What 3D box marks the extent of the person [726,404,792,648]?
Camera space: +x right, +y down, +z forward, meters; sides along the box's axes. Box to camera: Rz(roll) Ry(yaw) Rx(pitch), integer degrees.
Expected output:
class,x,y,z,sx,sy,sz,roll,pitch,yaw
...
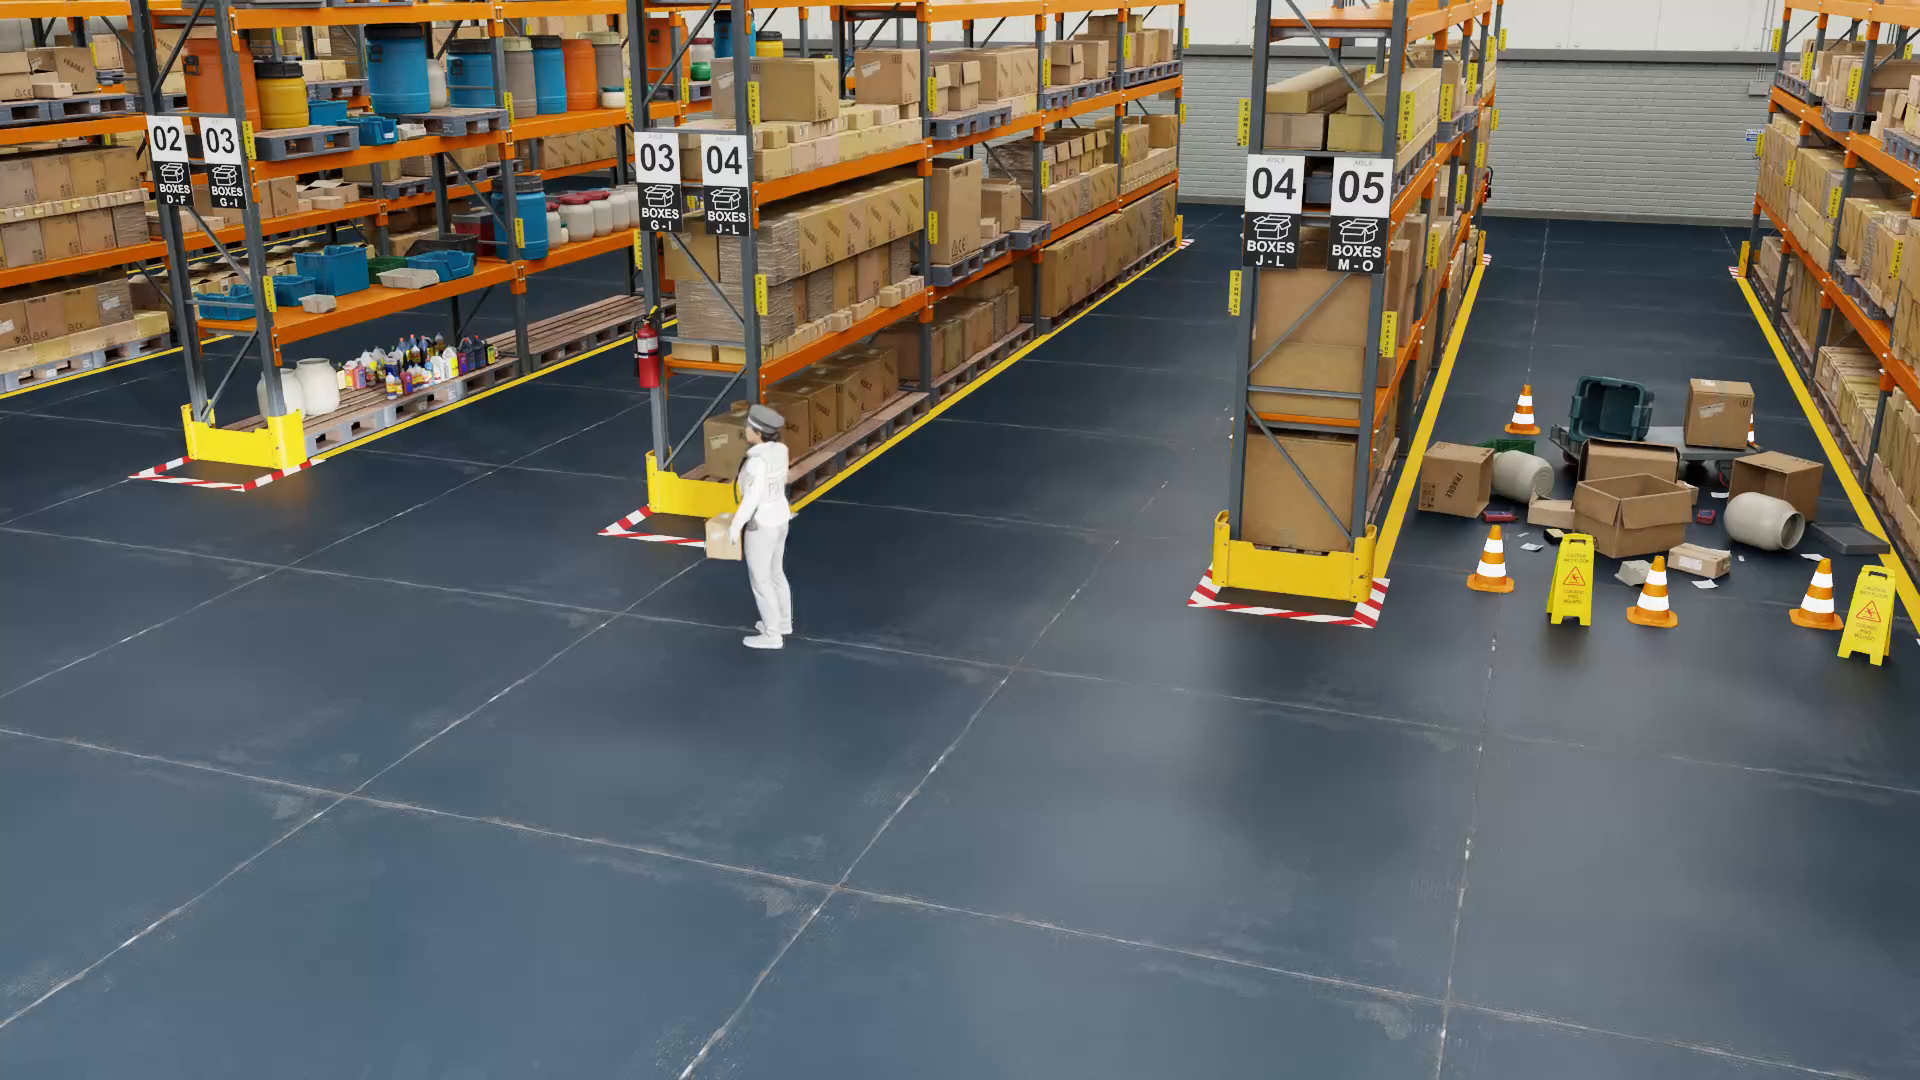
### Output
class,x,y,z,sx,sy,sz,roll,pitch,yaw
person,-1.356,-0.097,11.288,0.402,1.696,0.557,6,20,18
